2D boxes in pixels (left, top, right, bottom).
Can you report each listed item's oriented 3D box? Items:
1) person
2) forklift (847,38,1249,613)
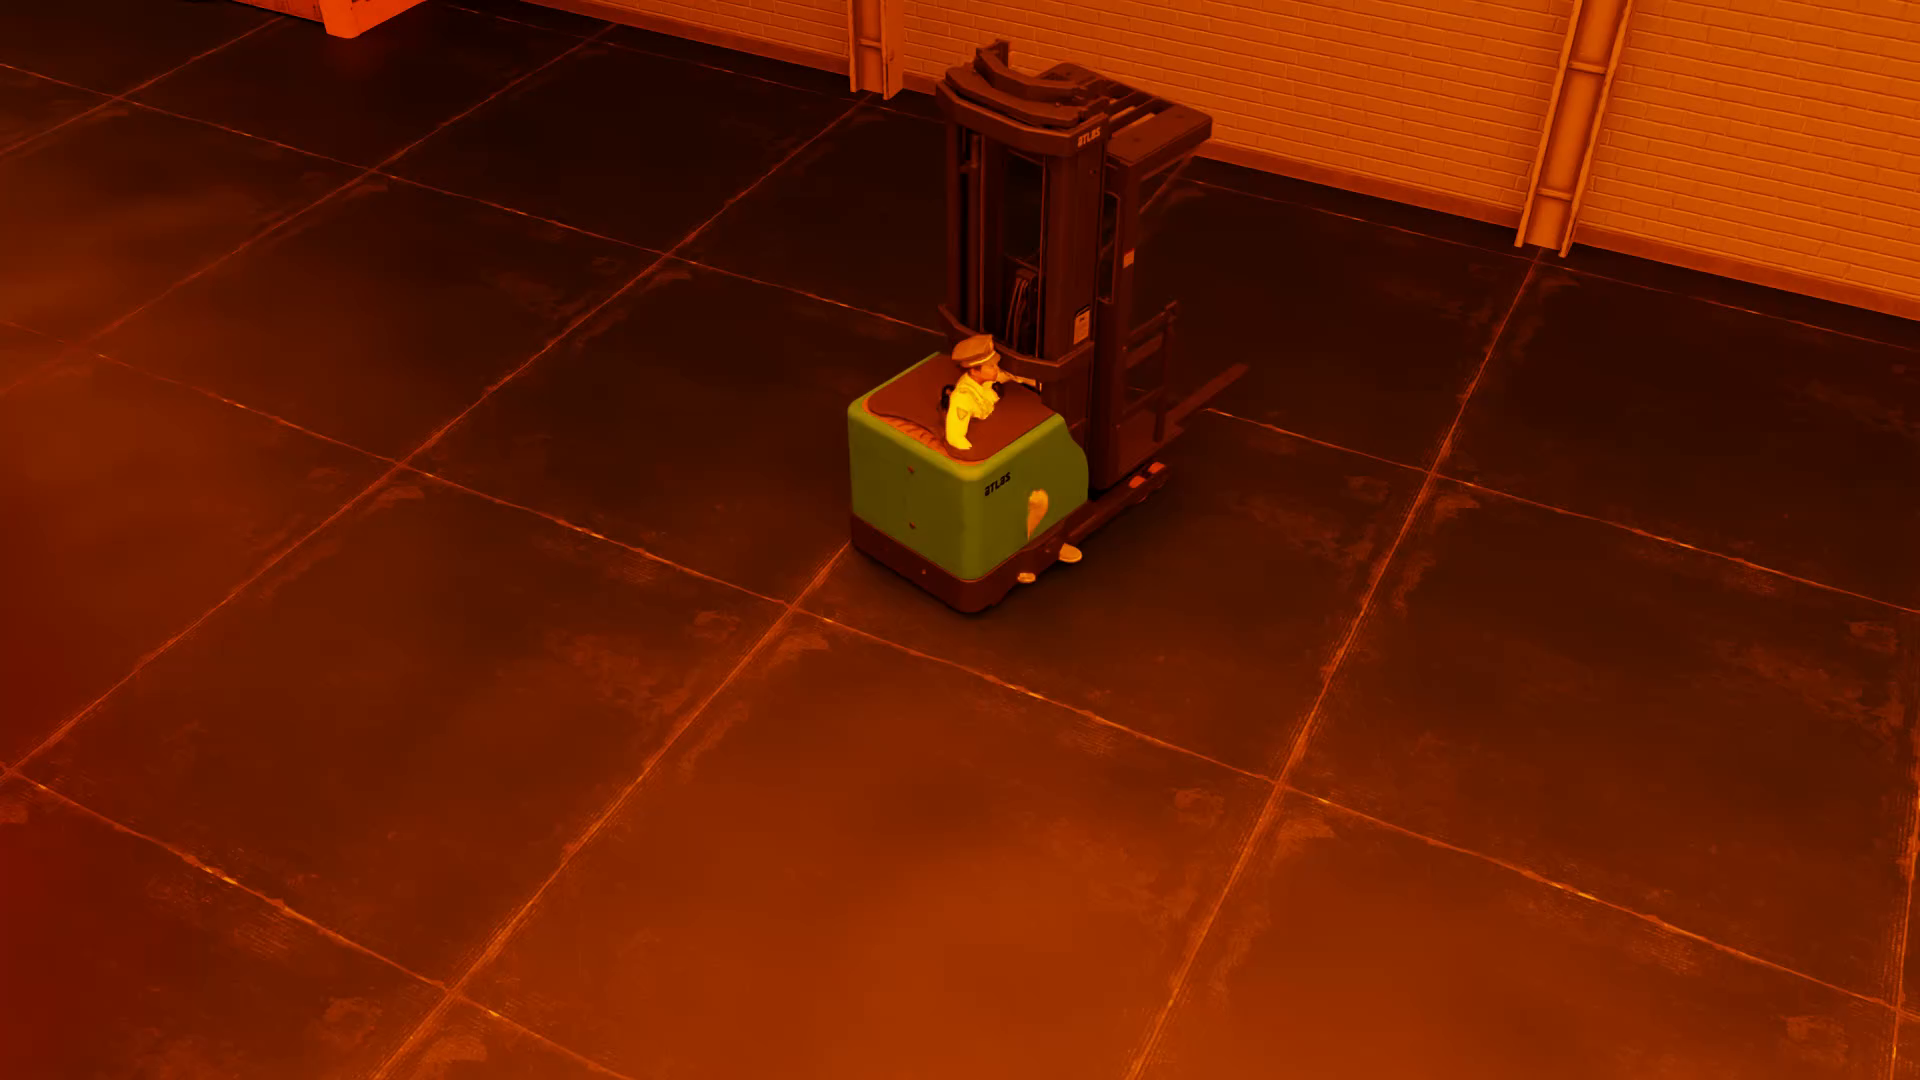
[{"bbox_3d":[0.336,-0.488,9.611,0.814,1.451,0.918,8,41,9],"label":"person"},{"bbox_3d":[0.702,-1.561,9.840,1.130,2.935,3.031,31,49,31],"label":"forklift"}]
